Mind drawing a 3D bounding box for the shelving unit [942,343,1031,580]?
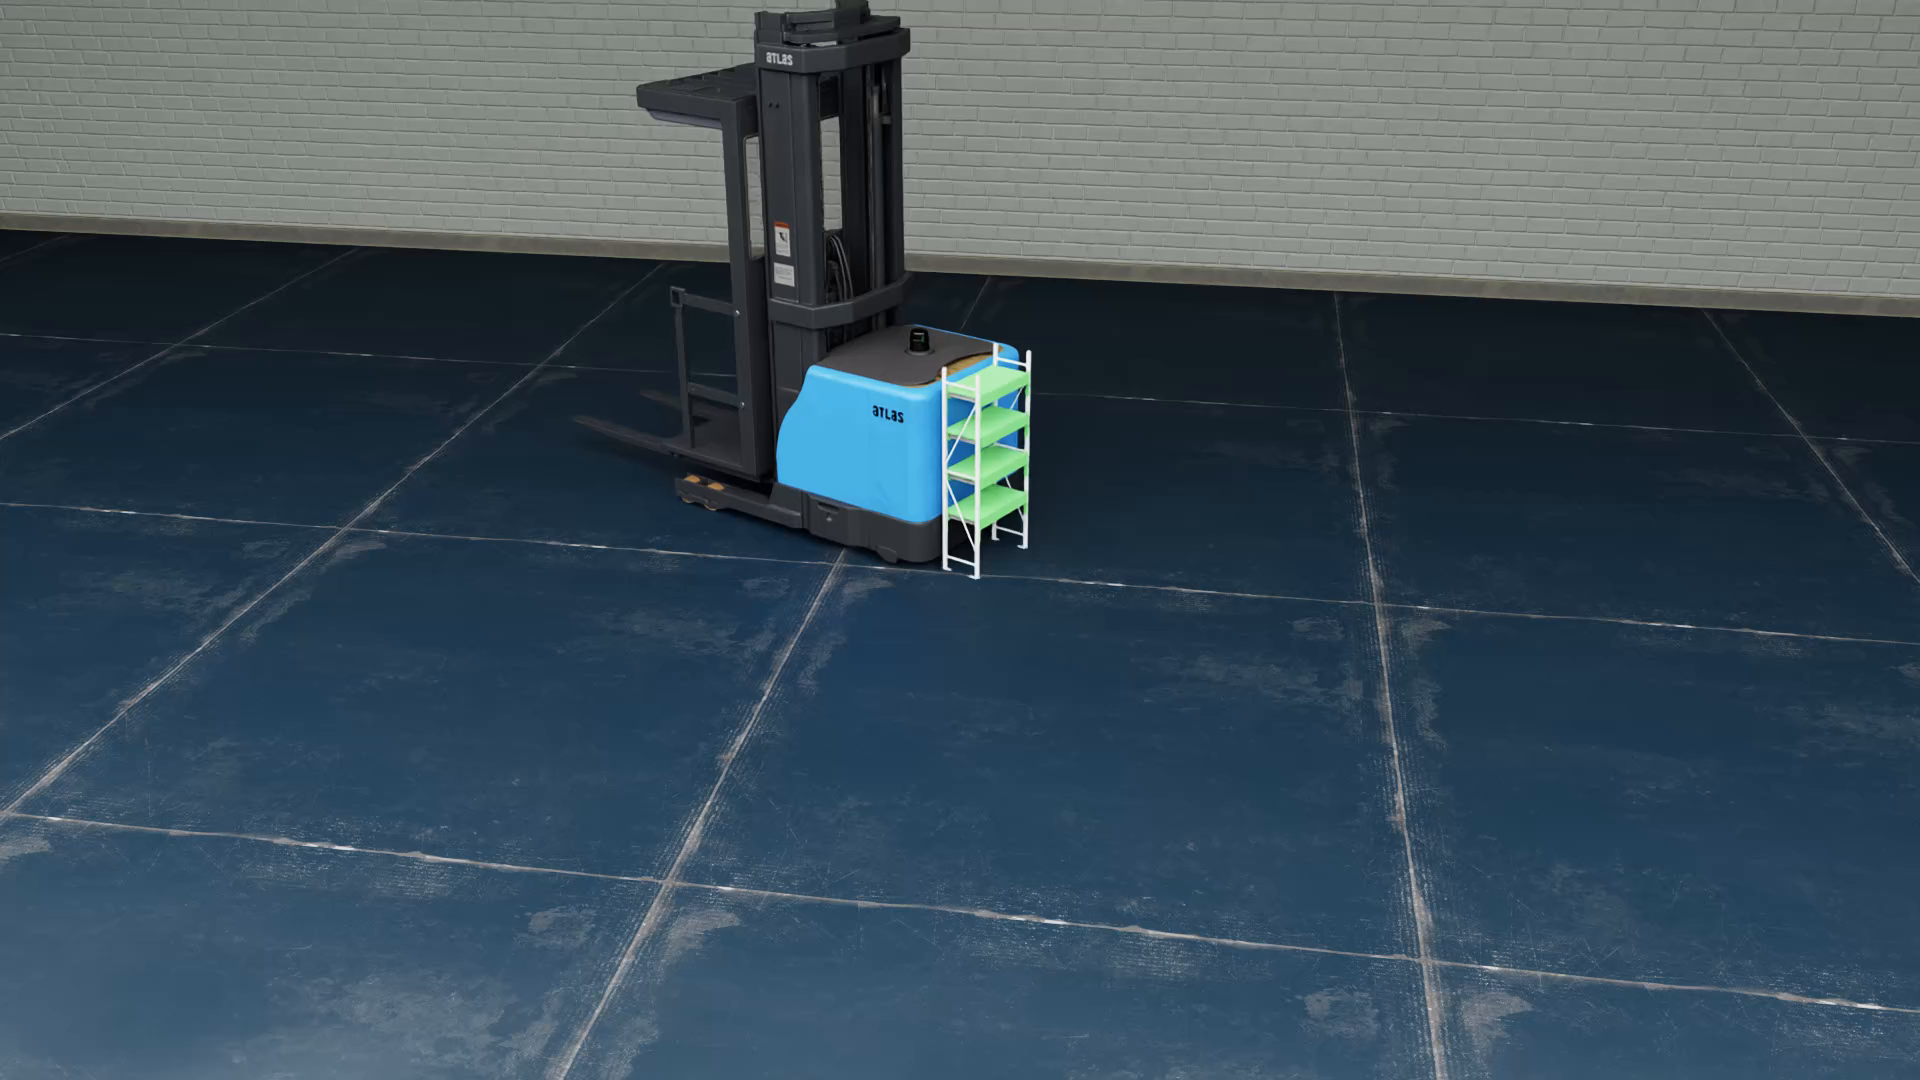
[{"bbox_3d":[0.148,-0.437,9.269,0.258,1.200,0.503,17,30,32],"label":"shelving unit"}]

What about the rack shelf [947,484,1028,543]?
[{"bbox_3d":[0.148,-0.162,9.398,0.258,0.148,0.480,17,30,32],"label":"rack shelf"}]

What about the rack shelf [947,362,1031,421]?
[{"bbox_3d":[0.148,-0.814,9.092,0.258,0.148,0.480,17,30,32],"label":"rack shelf"}]

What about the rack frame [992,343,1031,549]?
[{"bbox_3d":[0.289,-0.522,9.449,0.240,1.200,0.015,17,30,32],"label":"rack frame"}]

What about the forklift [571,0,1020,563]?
[{"bbox_3d":[-1.138,-1.671,9.862,3.031,2.935,1.130,17,30,32],"label":"forklift"}]

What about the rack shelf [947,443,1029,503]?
[{"bbox_3d":[0.148,-0.379,9.296,0.258,0.148,0.480,17,30,32],"label":"rack shelf"}]

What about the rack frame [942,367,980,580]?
[{"bbox_3d":[0.006,-0.353,9.089,0.240,1.200,0.015,17,30,32],"label":"rack frame"}]

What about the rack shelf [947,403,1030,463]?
[{"bbox_3d":[0.148,-0.597,9.194,0.258,0.148,0.480,17,30,32],"label":"rack shelf"}]
